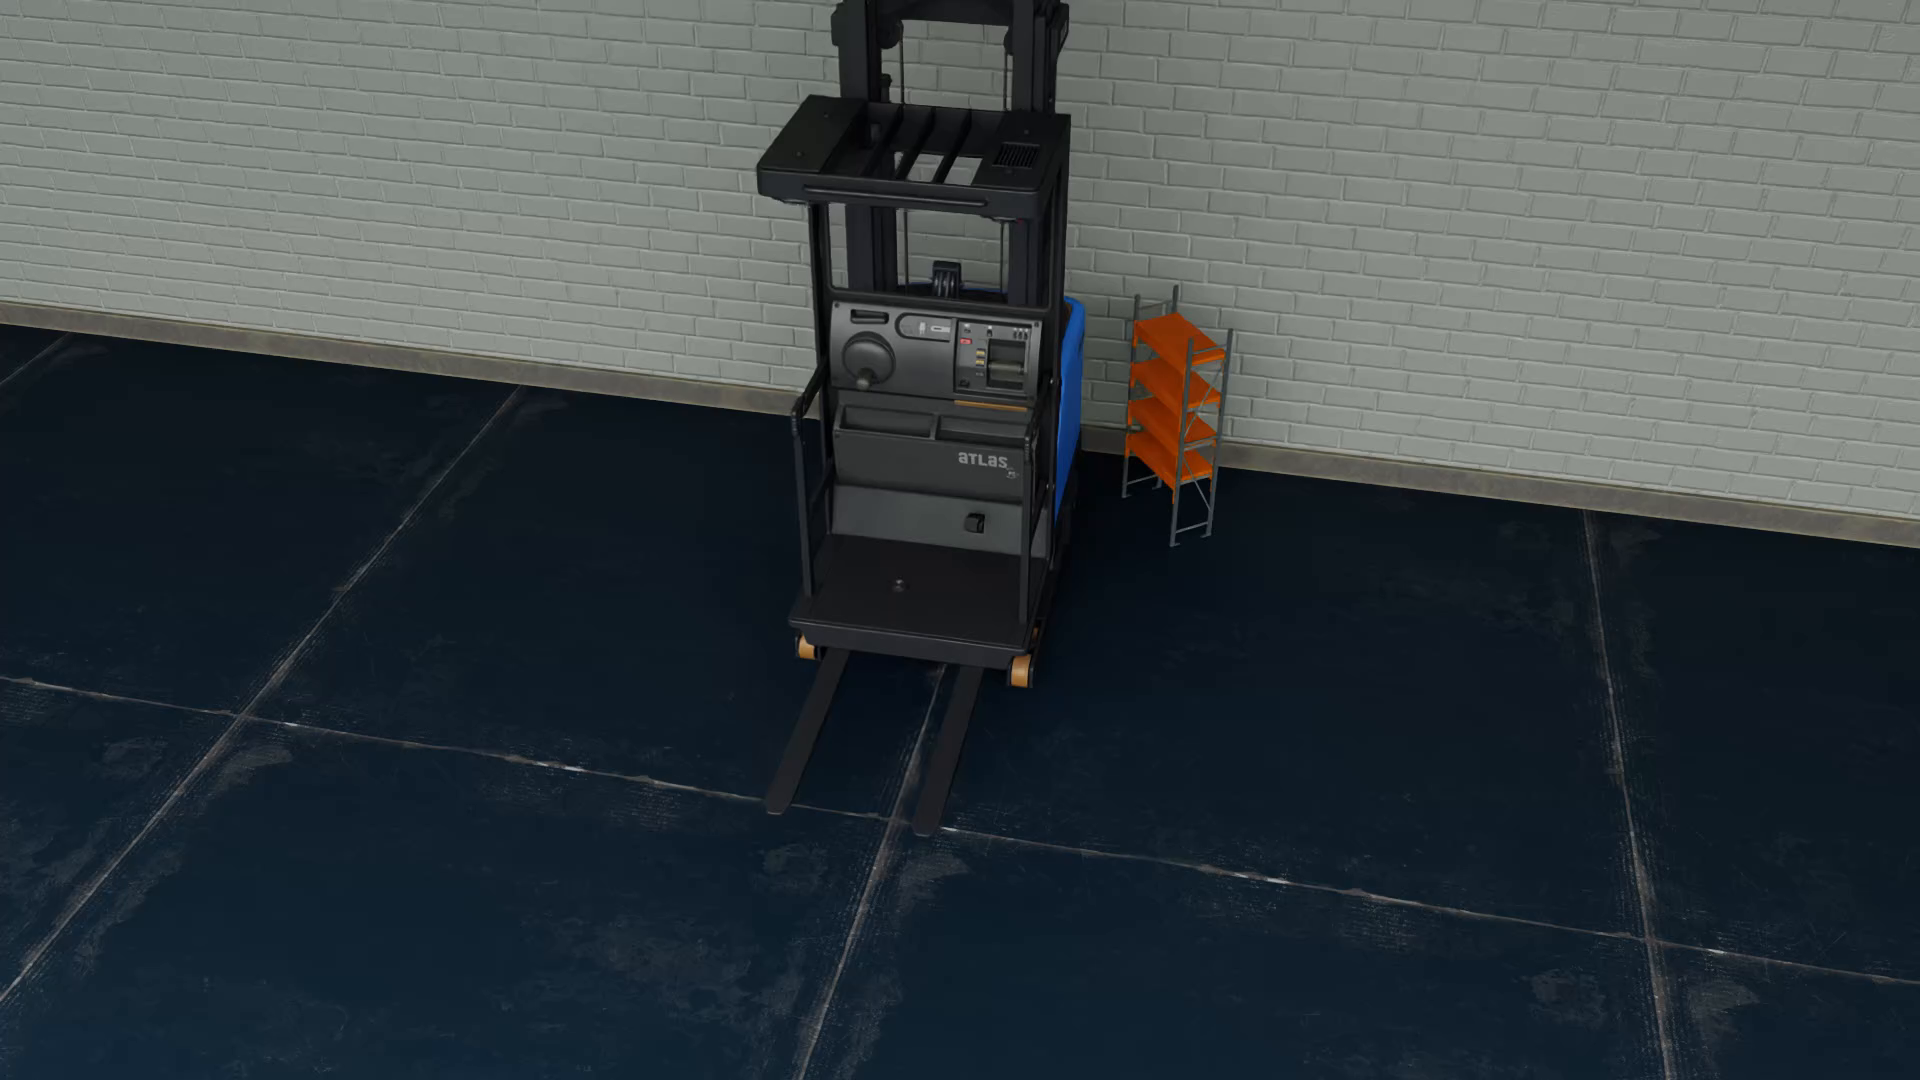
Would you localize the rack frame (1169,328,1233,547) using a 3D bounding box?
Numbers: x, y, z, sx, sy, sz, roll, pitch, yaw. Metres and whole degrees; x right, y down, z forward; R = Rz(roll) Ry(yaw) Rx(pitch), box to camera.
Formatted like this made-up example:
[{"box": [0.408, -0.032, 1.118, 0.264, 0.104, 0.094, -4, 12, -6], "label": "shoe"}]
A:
[{"box": [1.180, -0.484, 8.165, 0.240, 1.200, 0.015, -16, 39, -21], "label": "rack frame"}]

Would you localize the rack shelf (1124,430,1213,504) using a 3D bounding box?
[{"box": [1.073, -0.397, 8.499, 0.258, 0.148, 0.480, -16, 39, -21], "label": "rack shelf"}]

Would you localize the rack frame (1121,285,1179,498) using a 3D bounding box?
[{"box": [0.968, -0.742, 8.521, 0.240, 1.200, 0.015, -16, 39, -21], "label": "rack frame"}]

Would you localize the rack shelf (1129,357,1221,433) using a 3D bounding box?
[{"box": [1.074, -0.739, 8.251, 0.258, 0.148, 0.480, -16, 39, -21], "label": "rack shelf"}]

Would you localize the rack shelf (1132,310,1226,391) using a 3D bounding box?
[{"box": [1.074, -0.931, 8.112, 0.258, 0.148, 0.480, -16, 39, -21], "label": "rack shelf"}]

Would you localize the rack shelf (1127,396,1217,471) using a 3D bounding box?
[{"box": [1.074, -0.558, 8.382, 0.258, 0.148, 0.480, -16, 39, -21], "label": "rack shelf"}]

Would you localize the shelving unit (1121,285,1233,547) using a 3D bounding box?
[{"box": [1.074, -0.613, 8.343, 0.258, 1.200, 0.503, -16, 39, -21], "label": "shelving unit"}]

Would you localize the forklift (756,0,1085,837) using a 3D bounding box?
[{"box": [-0.149, -0.750, 7.058, 1.130, 2.935, 3.031, 7, 36, 9], "label": "forklift"}]
